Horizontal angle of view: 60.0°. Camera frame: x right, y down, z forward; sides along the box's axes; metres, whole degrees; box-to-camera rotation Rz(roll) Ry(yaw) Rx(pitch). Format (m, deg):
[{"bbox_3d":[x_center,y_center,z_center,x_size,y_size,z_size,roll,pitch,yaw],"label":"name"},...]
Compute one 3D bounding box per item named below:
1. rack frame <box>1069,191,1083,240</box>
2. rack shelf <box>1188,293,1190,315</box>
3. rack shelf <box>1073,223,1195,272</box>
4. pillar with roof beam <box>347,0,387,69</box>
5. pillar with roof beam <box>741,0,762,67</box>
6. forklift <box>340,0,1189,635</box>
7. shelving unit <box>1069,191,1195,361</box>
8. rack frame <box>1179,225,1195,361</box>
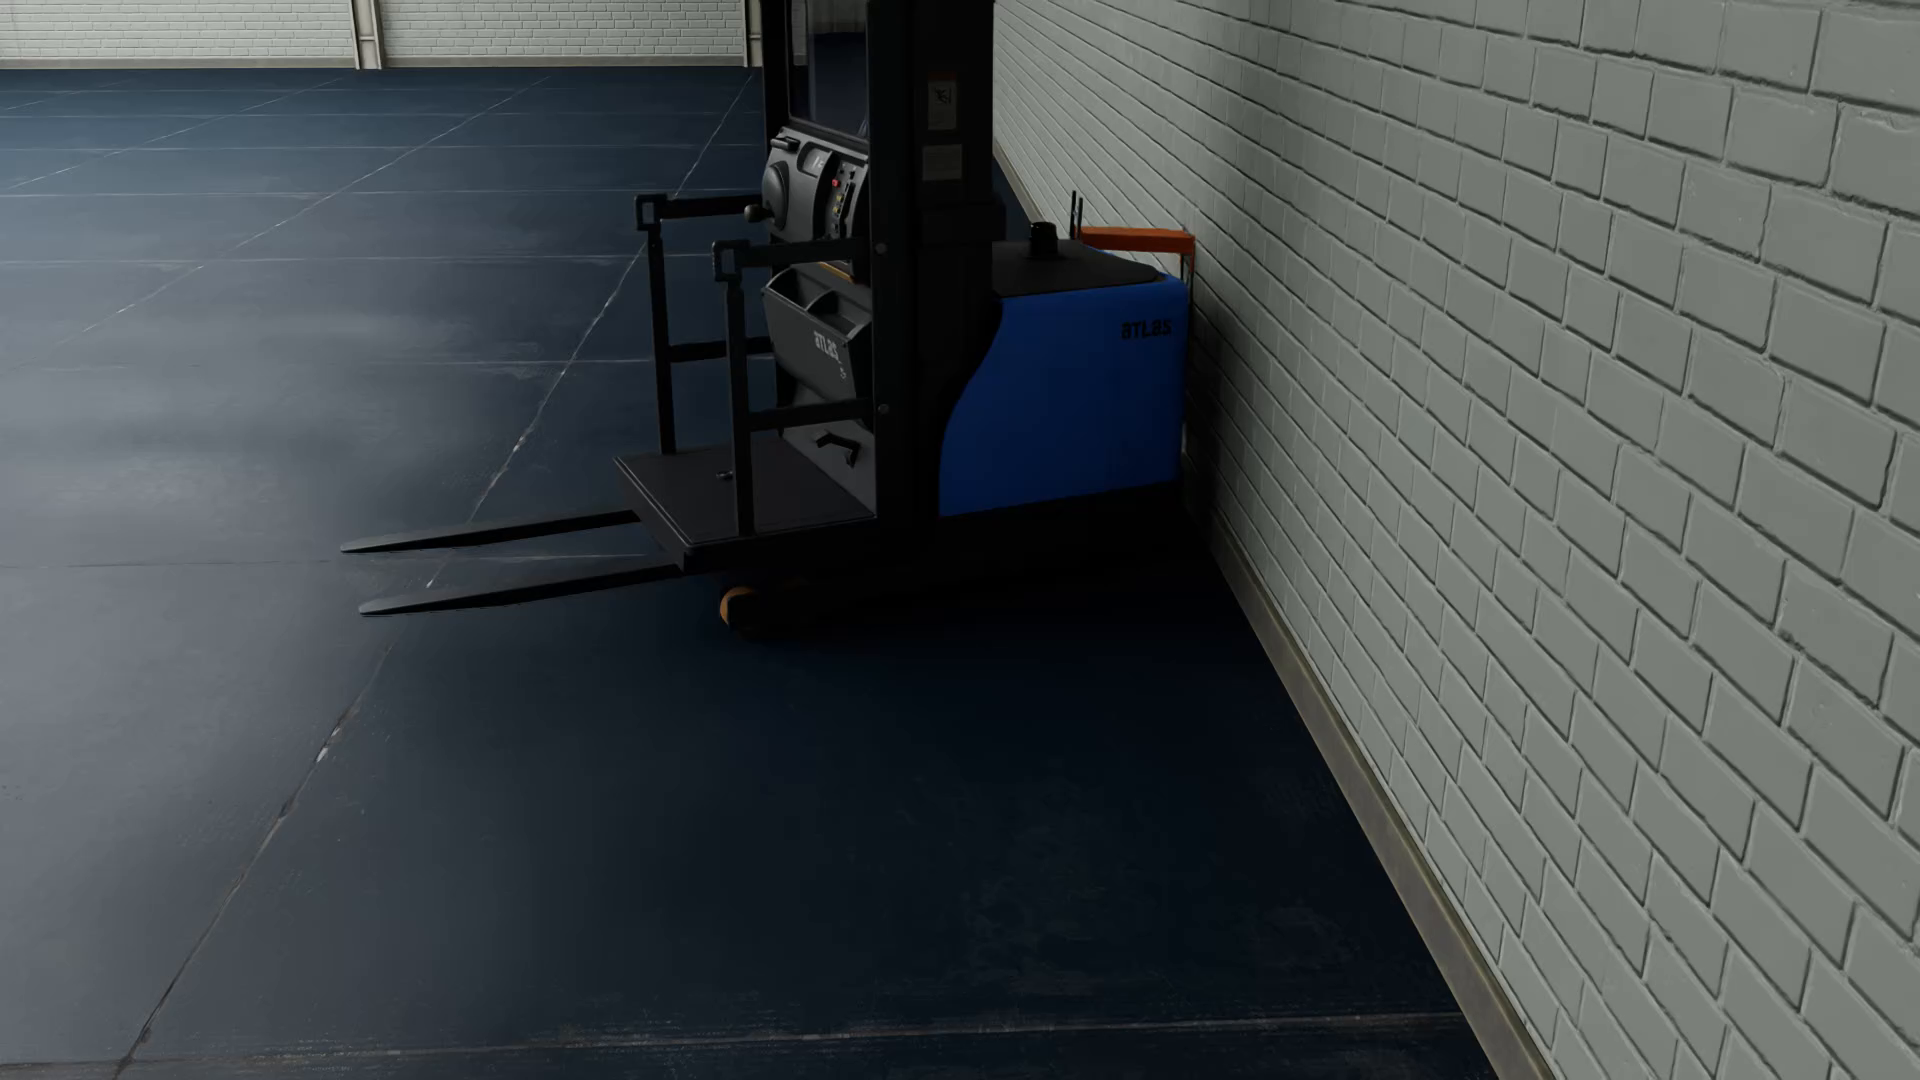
[{"bbox_3d":[0.454,-0.859,7.049,0.015,1.200,0.240,2,18,-4],"label":"rack frame"},{"bbox_3d":[0.706,-1.000,7.018,0.480,0.148,0.258,2,18,-4],"label":"rack shelf"},{"bbox_3d":[0.718,-1.224,6.944,0.480,0.148,0.258,2,18,-4],"label":"rack shelf"},{"bbox_3d":[-8.953,-10.053,20.379,0.400,9.000,9.100,-1,21,-3],"label":"pillar with roof beam"},{"bbox_3d":[-2.963,-10.175,20.699,0.400,9.000,9.100,-1,21,-3],"label":"pillar with roof beam"},{"bbox_3d":[-0.698,-1.256,5.801,3.031,2.935,1.130,-9,23,-23],"label":"forklift"},{"bbox_3d":[0.698,-0.851,7.067,0.503,1.200,0.258,2,18,-4],"label":"shelving unit"},{"bbox_3d":[0.941,-0.844,7.085,0.015,1.200,0.240,2,18,-4],"label":"rack frame"}]
